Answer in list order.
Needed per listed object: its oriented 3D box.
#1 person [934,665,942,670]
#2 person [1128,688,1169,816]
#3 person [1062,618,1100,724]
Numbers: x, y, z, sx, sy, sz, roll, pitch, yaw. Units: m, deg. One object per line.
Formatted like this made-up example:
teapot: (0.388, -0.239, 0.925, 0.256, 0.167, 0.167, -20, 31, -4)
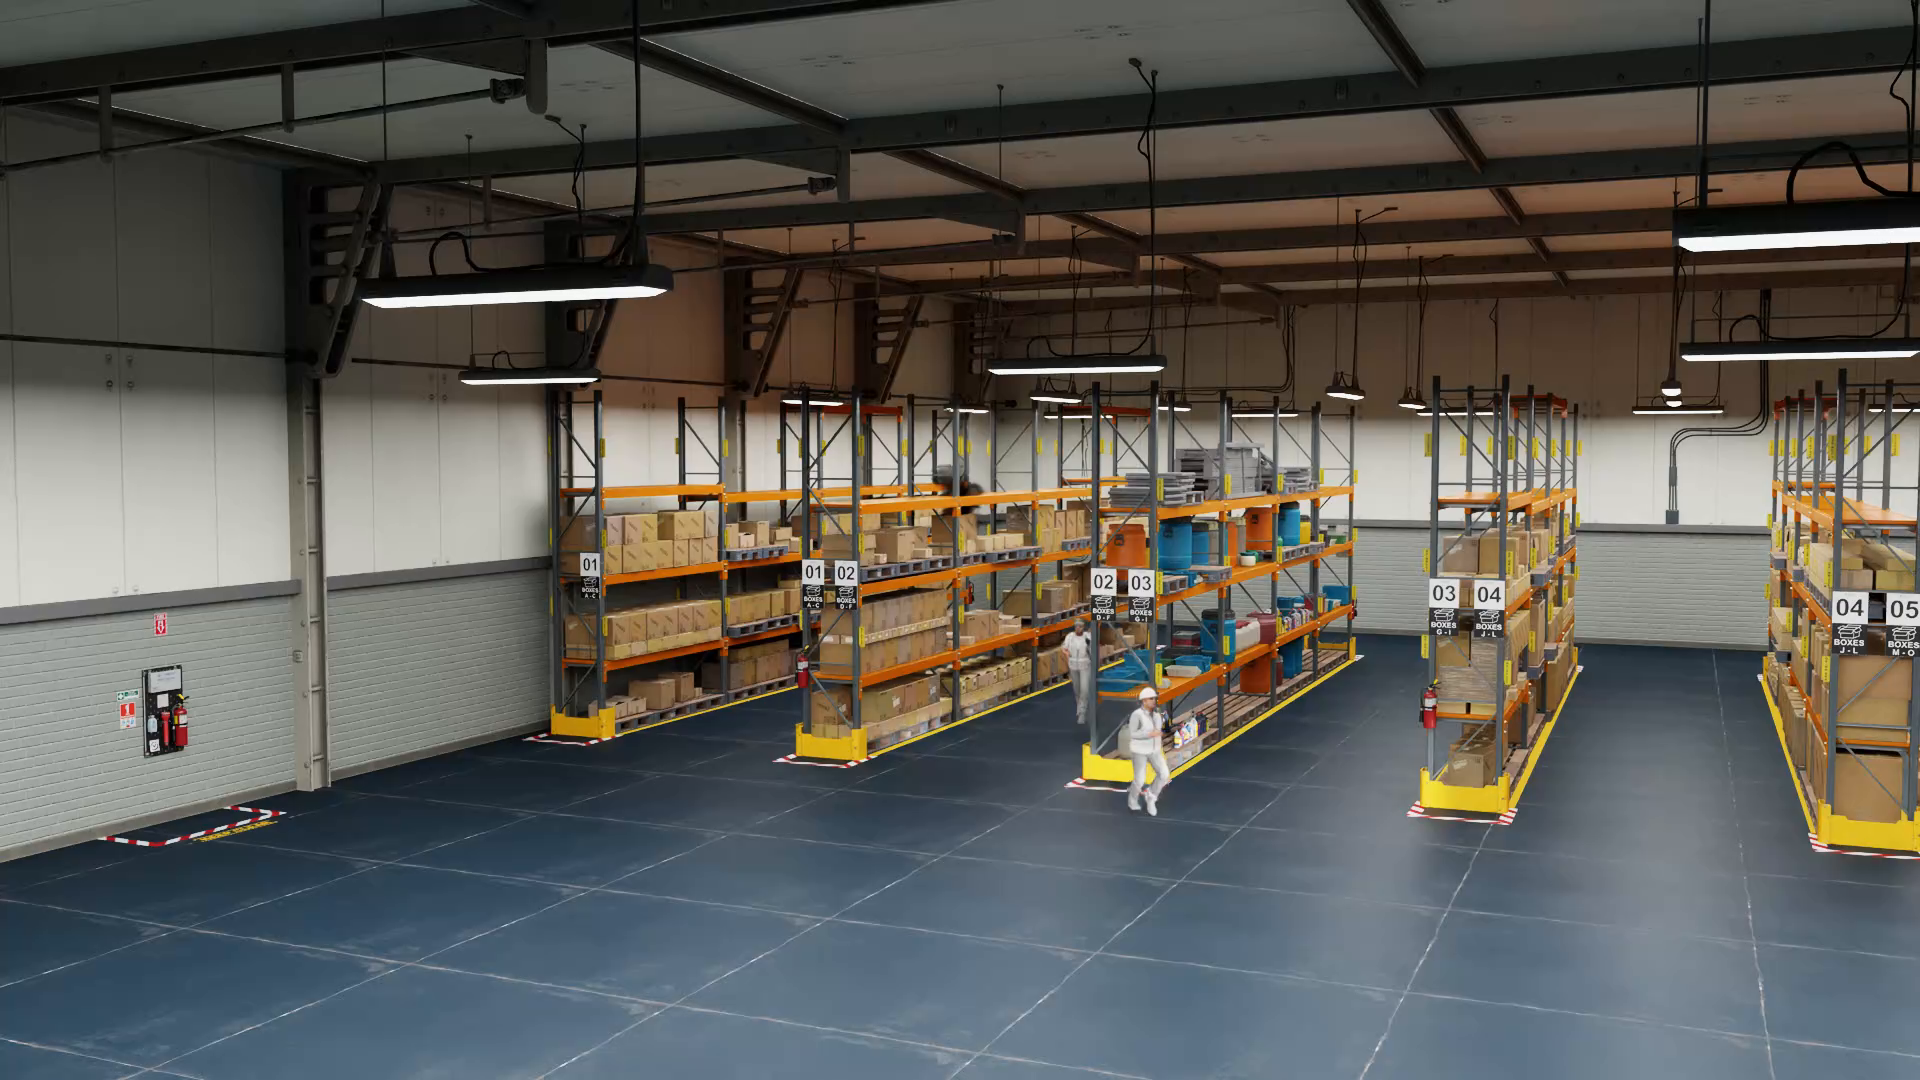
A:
person: (-0.679, 2.149, 35.382, 0.548, 1.626, 0.858, 2, 4, 30)
person: (2.542, 2.867, 22.575, 0.683, 1.755, 0.802, -2, 4, -32)
person: (2.106, 2.260, 29.232, 0.608, 1.826, 0.881, 1, 3, 21)
